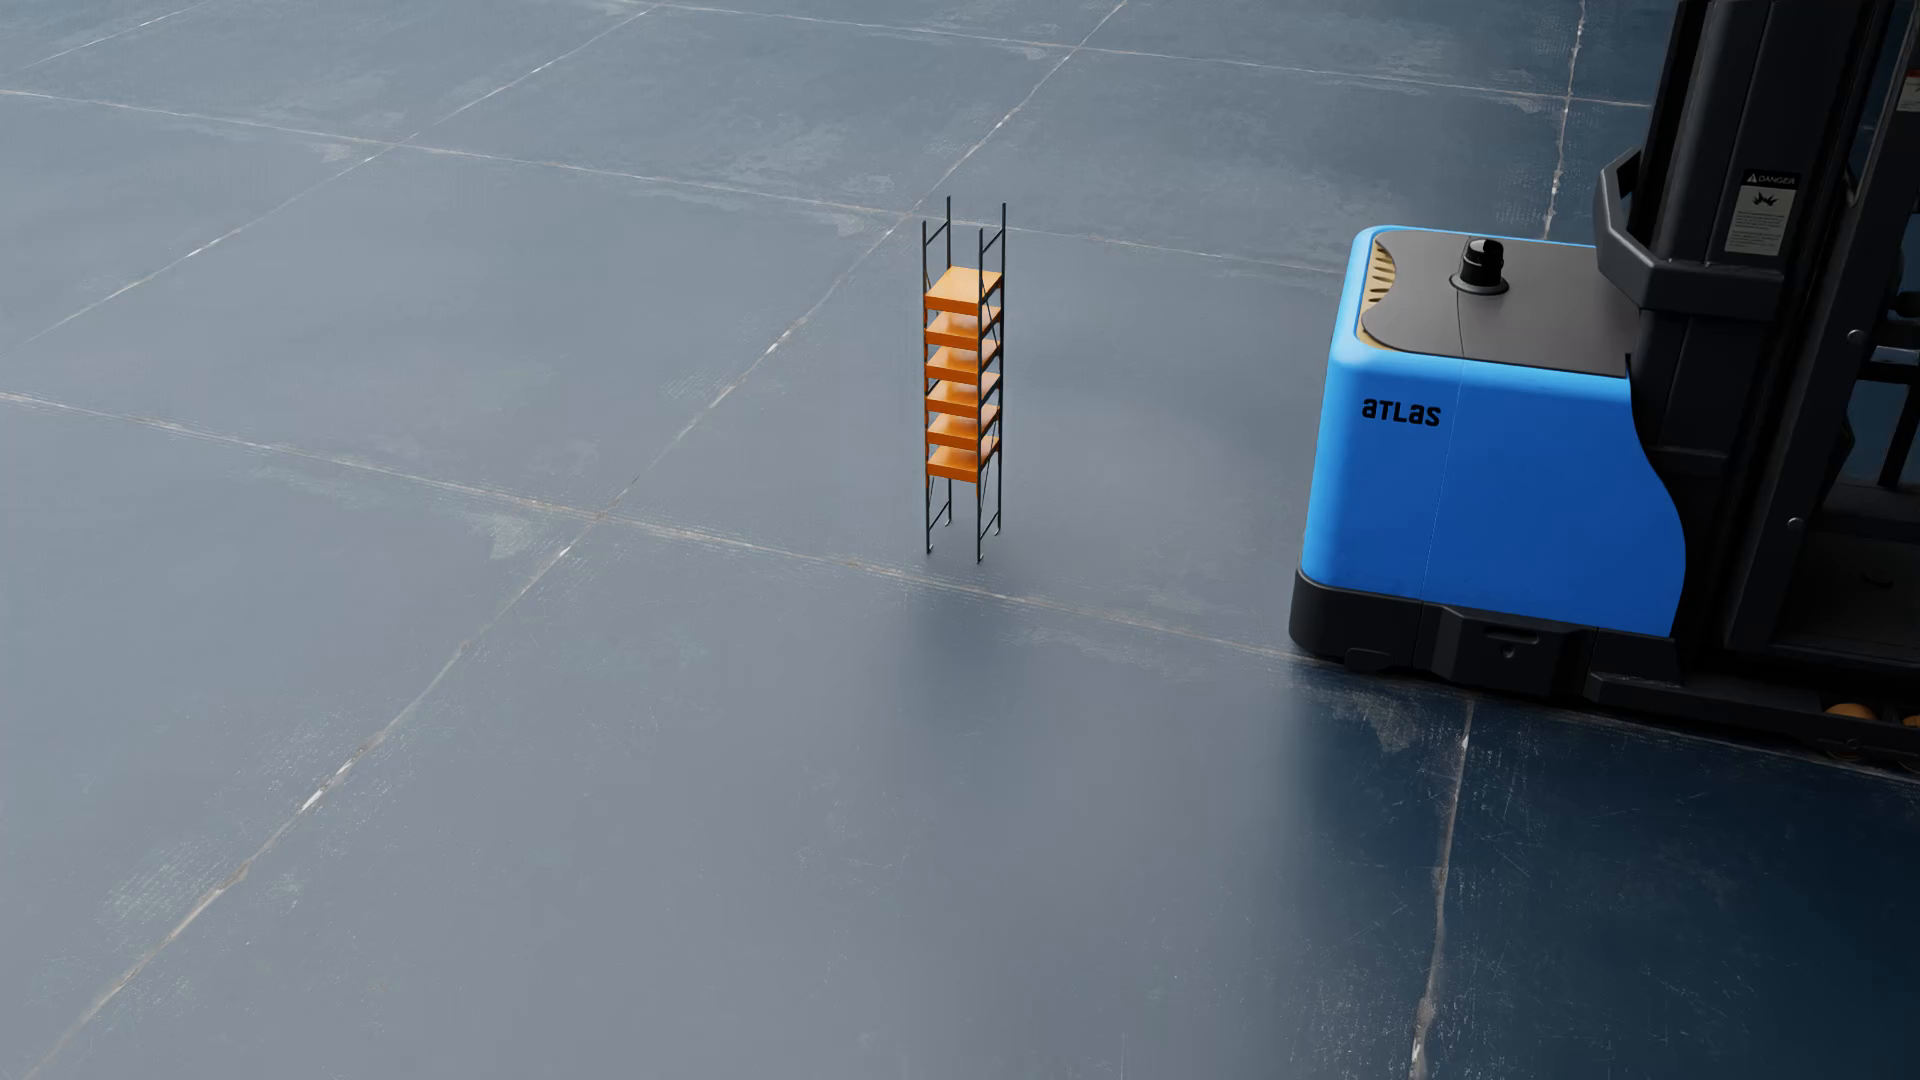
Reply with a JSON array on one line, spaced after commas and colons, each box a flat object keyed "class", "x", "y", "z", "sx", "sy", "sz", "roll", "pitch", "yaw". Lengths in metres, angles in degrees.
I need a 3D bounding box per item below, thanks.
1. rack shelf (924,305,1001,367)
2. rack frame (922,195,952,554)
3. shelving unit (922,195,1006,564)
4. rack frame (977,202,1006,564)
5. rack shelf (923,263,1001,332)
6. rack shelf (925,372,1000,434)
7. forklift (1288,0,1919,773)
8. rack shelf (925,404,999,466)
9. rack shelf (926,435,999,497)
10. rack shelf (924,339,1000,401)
[{"class": "rack shelf", "x": 0.014, "y": -0.666, "z": 5.314, "sx": 0.180, "sy": 0.103, "sz": 0.258, "roll": 11, "pitch": 34, "yaw": 16}, {"class": "rack frame", "x": -0.073, "y": -0.518, "z": 5.446, "sx": 0.006, "sy": 1.200, "sz": 0.240, "roll": 11, "pitch": 34, "yaw": 16}, {"class": "shelving unit", "x": 0.014, "y": -0.501, "z": 5.420, "sx": 0.189, "sy": 1.200, "sz": 0.258, "roll": 11, "pitch": 34, "yaw": 16}, {"class": "rack frame", "x": 0.100, "y": -0.485, "z": 5.395, "sx": 0.006, "sy": 1.200, "sz": 0.240, "roll": 11, "pitch": 34, "yaw": 16}, {"class": "rack shelf", "x": 0.014, "y": -0.767, "z": 5.249, "sx": 0.180, "sy": 0.103, "sz": 0.258, "roll": 11, "pitch": 34, "yaw": 16}, {"class": "rack shelf", "x": 0.014, "y": -0.464, "z": 5.445, "sx": 0.180, "sy": 0.103, "sz": 0.258, "roll": 11, "pitch": 34, "yaw": 16}, {"class": "forklift", "x": 2.597, "y": -0.890, "z": 4.426, "sx": 3.031, "sy": 2.935, "sz": 1.130, "roll": 9, "pitch": 34, "yaw": 13}, {"class": "rack shelf", "x": 0.014, "y": -0.363, "z": 5.510, "sx": 0.180, "sy": 0.103, "sz": 0.258, "roll": 11, "pitch": 34, "yaw": 16}, {"class": "rack shelf", "x": 0.014, "y": -0.262, "z": 5.575, "sx": 0.180, "sy": 0.103, "sz": 0.258, "roll": 11, "pitch": 34, "yaw": 16}, {"class": "rack shelf", "x": 0.014, "y": -0.565, "z": 5.379, "sx": 0.180, "sy": 0.103, "sz": 0.258, "roll": 11, "pitch": 34, "yaw": 16}]
